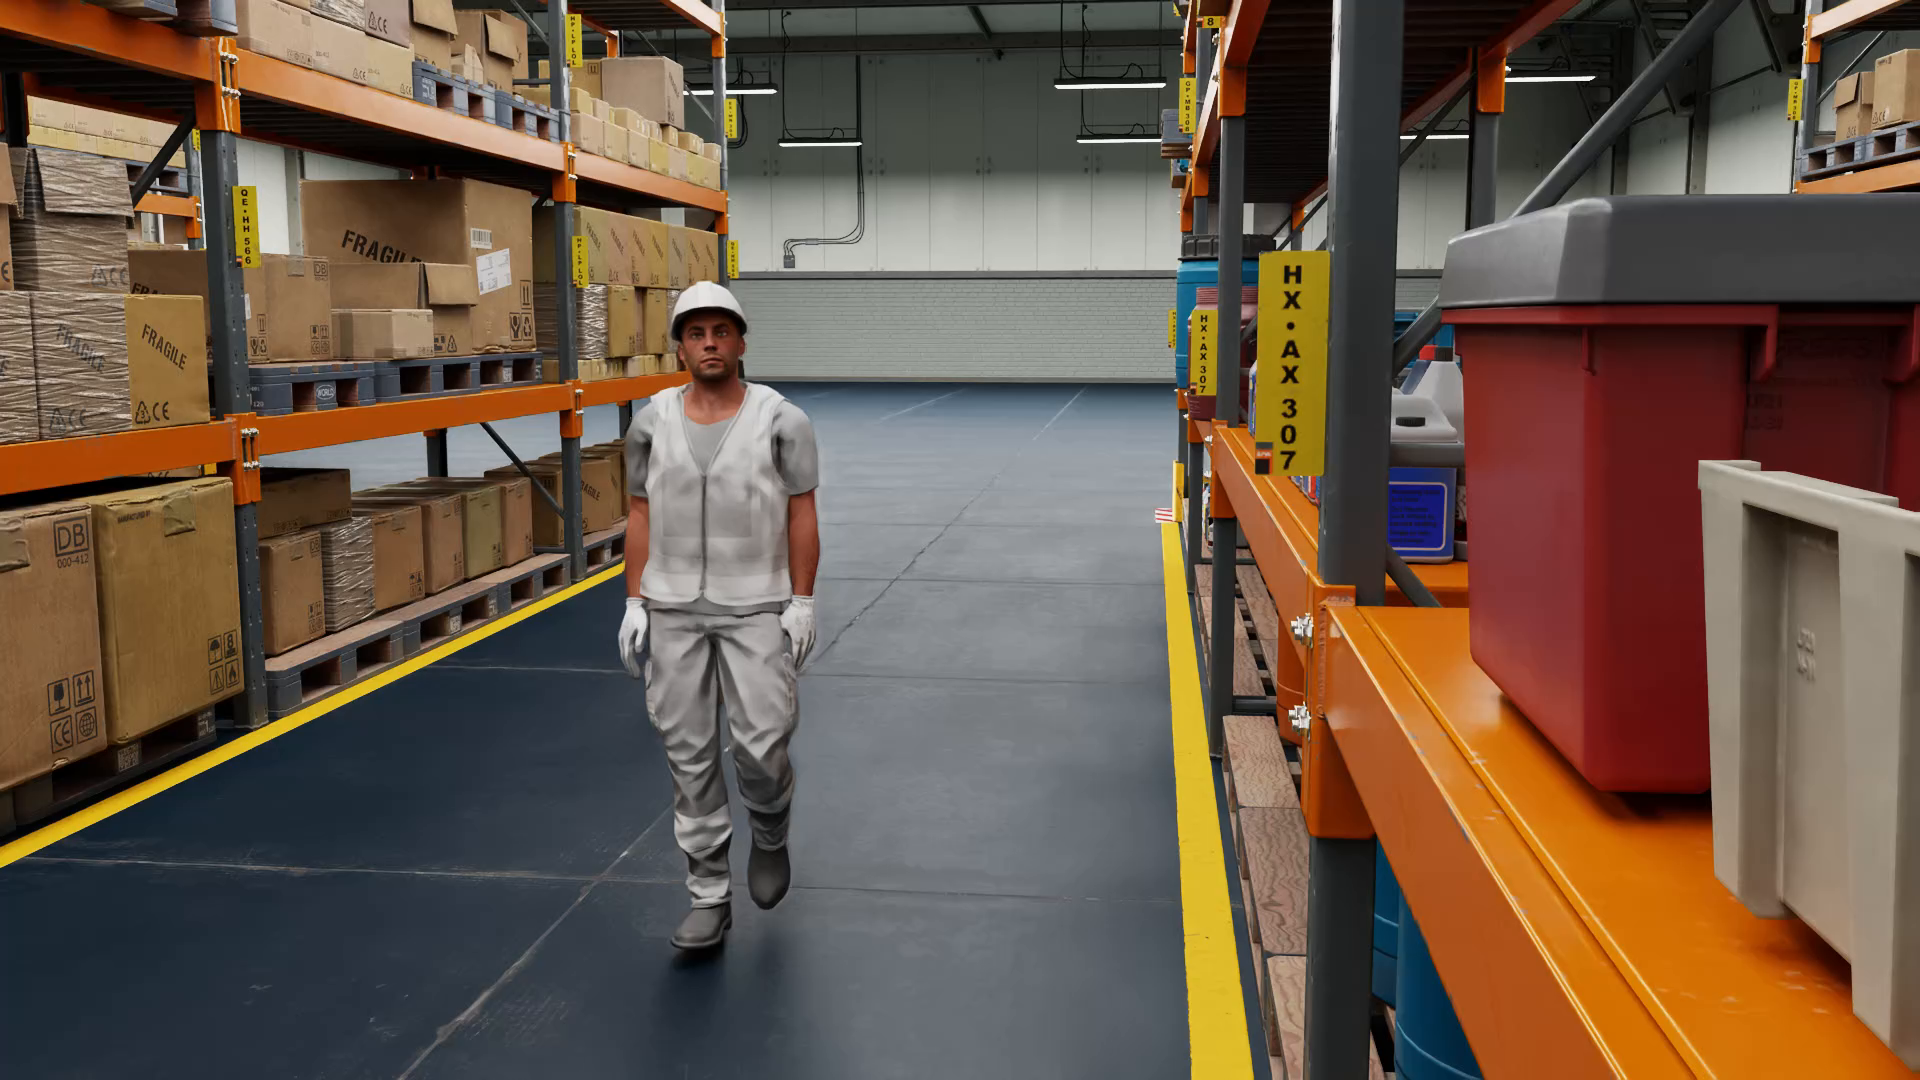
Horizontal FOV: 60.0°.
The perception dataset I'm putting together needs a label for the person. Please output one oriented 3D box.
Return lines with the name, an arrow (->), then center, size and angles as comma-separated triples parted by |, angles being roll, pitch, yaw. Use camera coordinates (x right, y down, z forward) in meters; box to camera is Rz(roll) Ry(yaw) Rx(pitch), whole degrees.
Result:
person -> -0.653, 0.196, 4.530 | 0.539, 1.779, 0.514 | 1, 8, 4
